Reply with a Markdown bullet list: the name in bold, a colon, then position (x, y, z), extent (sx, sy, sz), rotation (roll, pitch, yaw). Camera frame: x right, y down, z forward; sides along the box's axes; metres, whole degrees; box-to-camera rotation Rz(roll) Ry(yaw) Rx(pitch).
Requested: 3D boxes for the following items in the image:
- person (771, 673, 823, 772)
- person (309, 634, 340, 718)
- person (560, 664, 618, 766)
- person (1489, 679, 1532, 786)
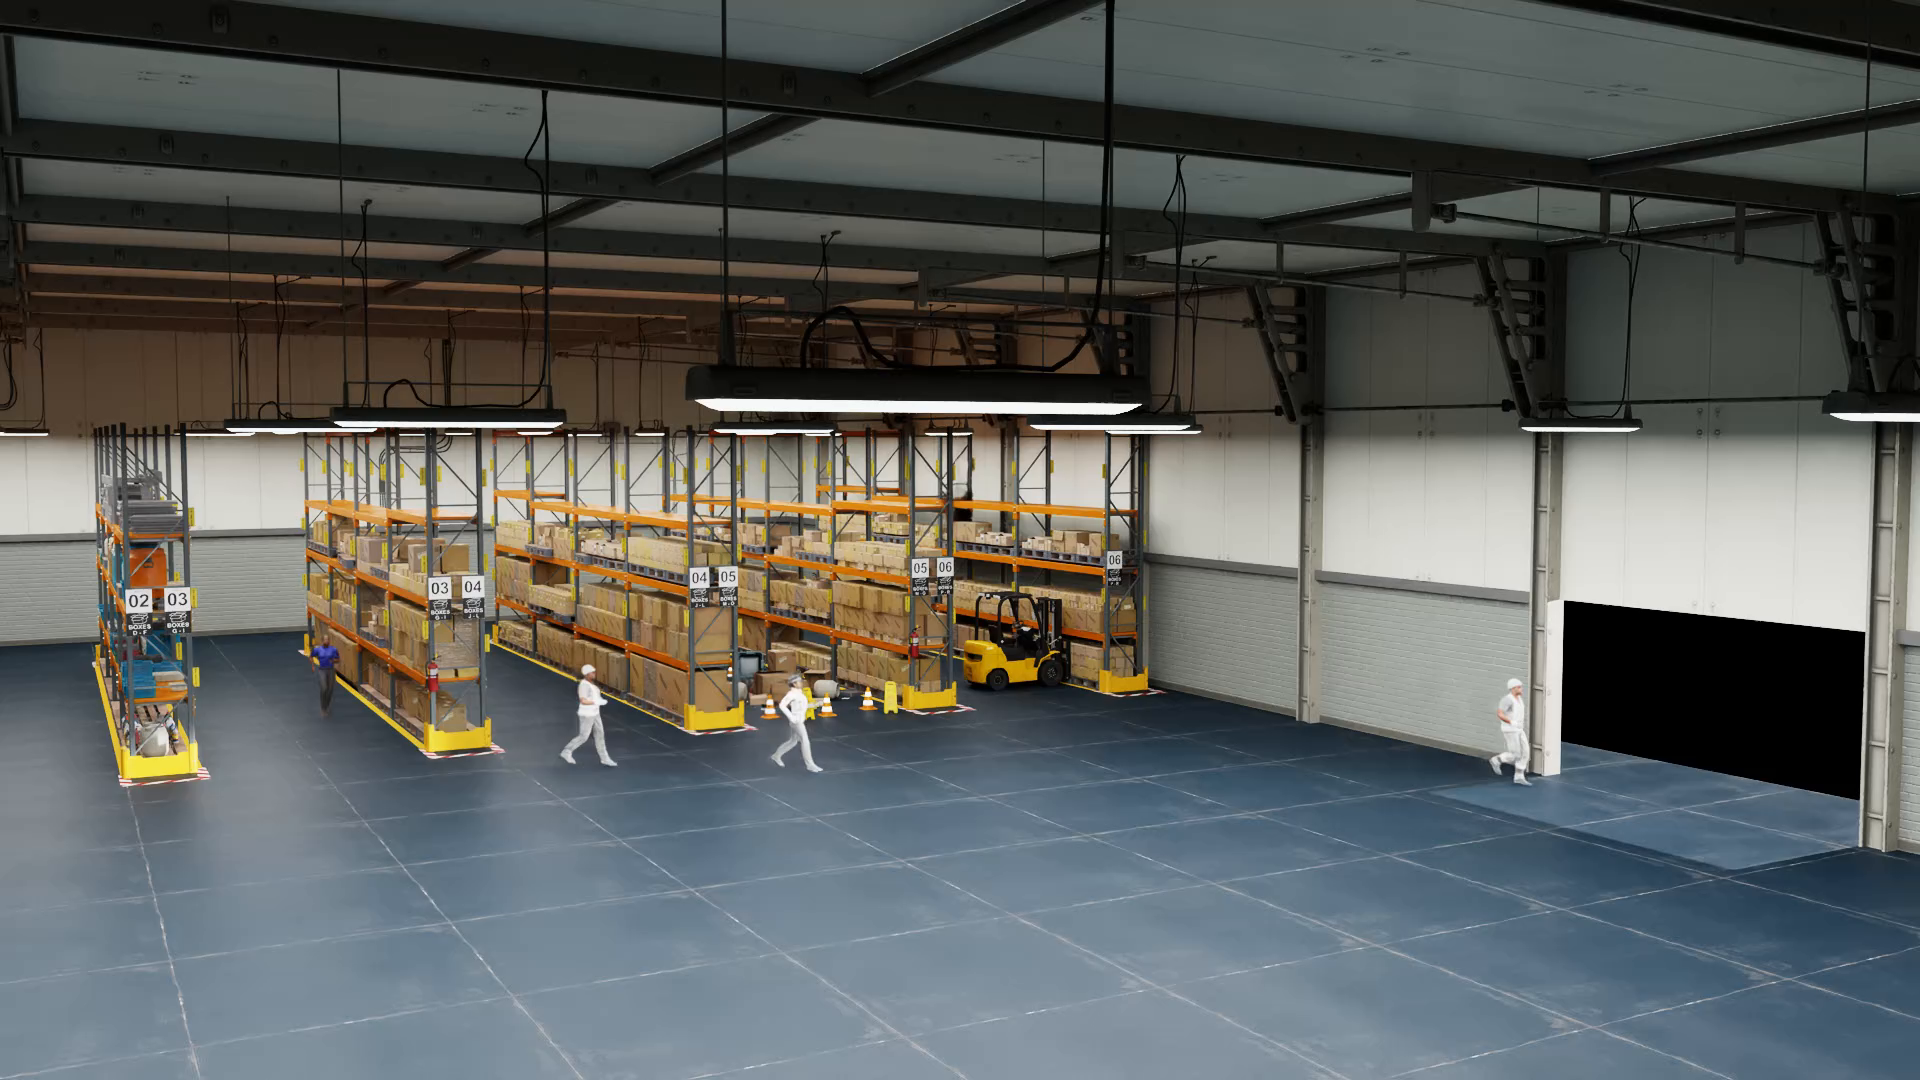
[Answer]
- **person**: position (-2.809, 3.122, 28.551), extent (0.939, 1.683, 0.608), rotation (0, 3, 6)
- **person**: position (-13.137, 2.816, 34.456), extent (0.547, 1.704, 0.759), rotation (-2, 4, -36)
- **person**: position (-6.458, 3.054, 28.890), extent (0.993, 1.788, 0.682), rotation (0, 3, 6)
- **person**: position (9.182, 3.179, 27.635), extent (0.697, 1.763, 0.692), rotation (-3, 5, -43)
